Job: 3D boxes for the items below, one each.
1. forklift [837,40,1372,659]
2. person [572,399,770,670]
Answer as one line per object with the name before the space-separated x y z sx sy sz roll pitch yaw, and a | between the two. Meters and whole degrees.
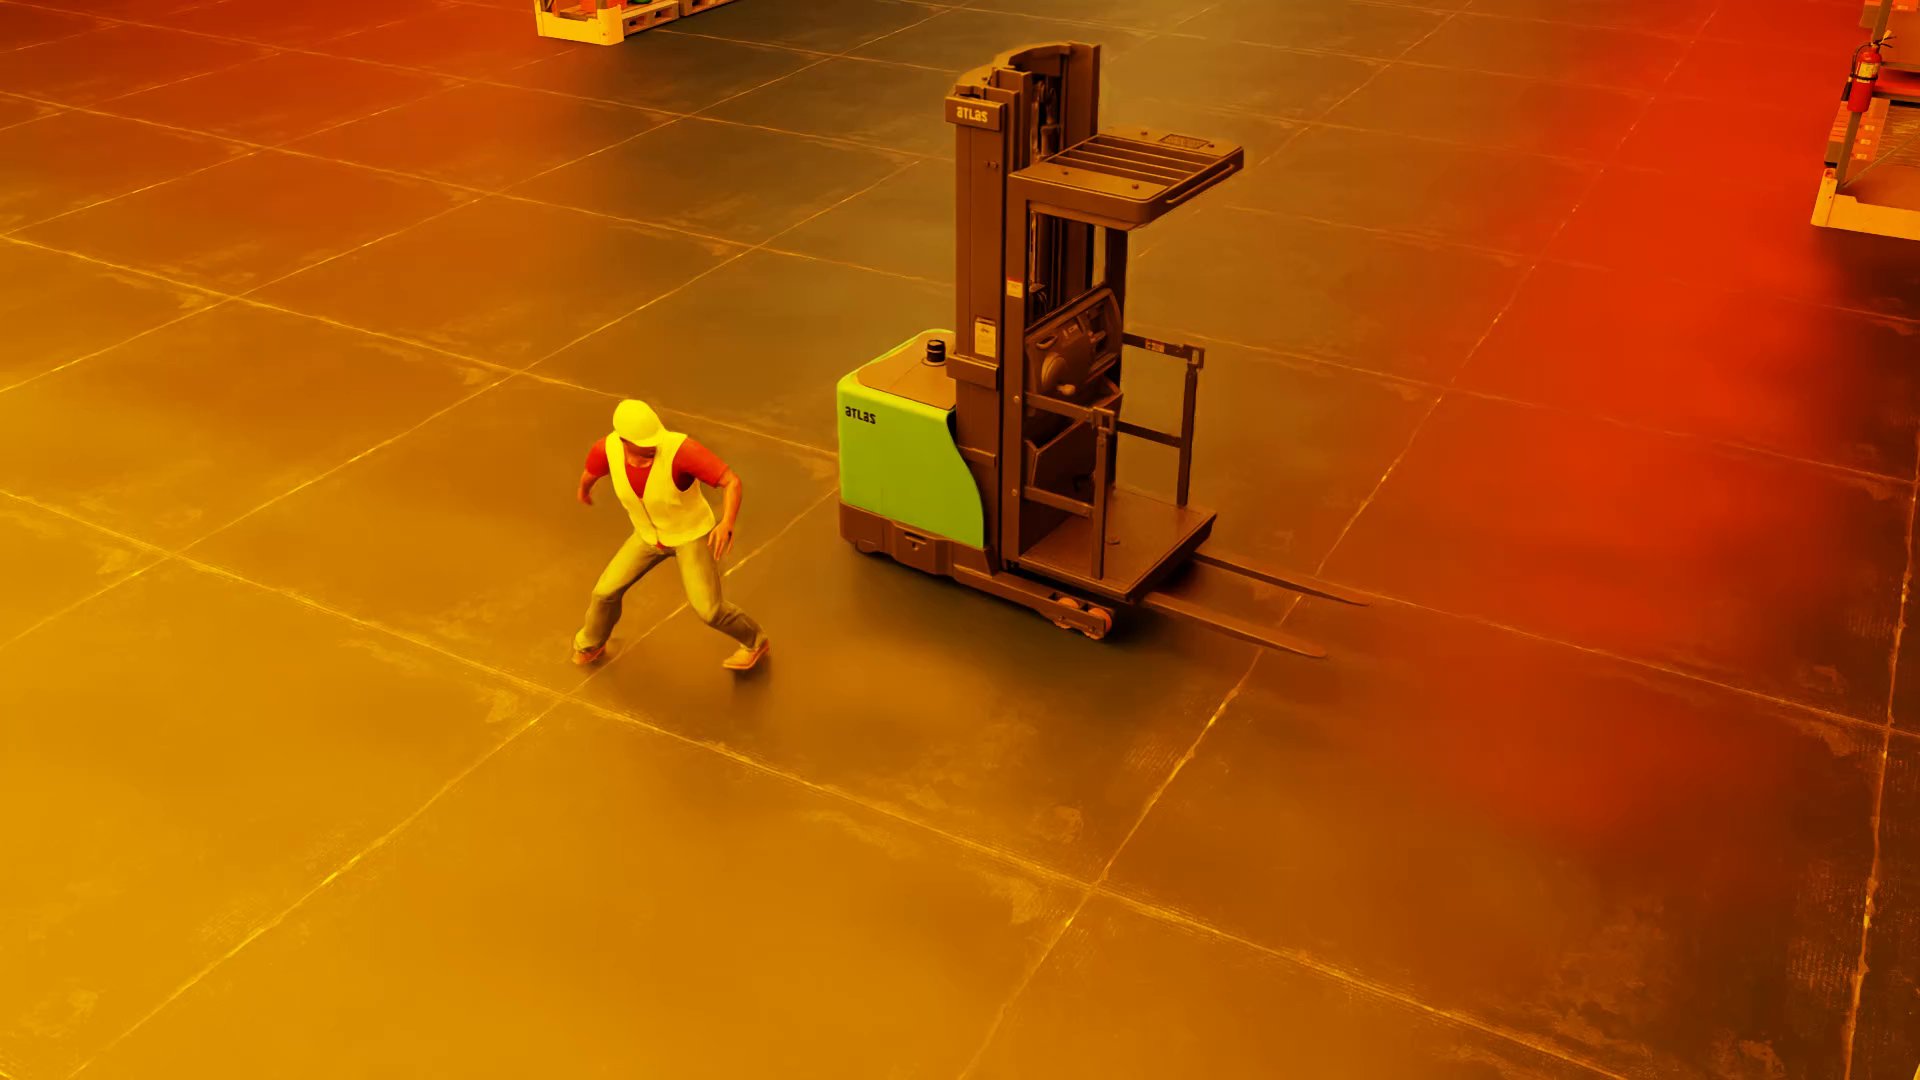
forklift | 0.790 -1.032 8.859 3.031 2.935 1.130 19 35 29
person | -1.564 0.009 8.505 1.153 1.723 0.568 12 32 19
